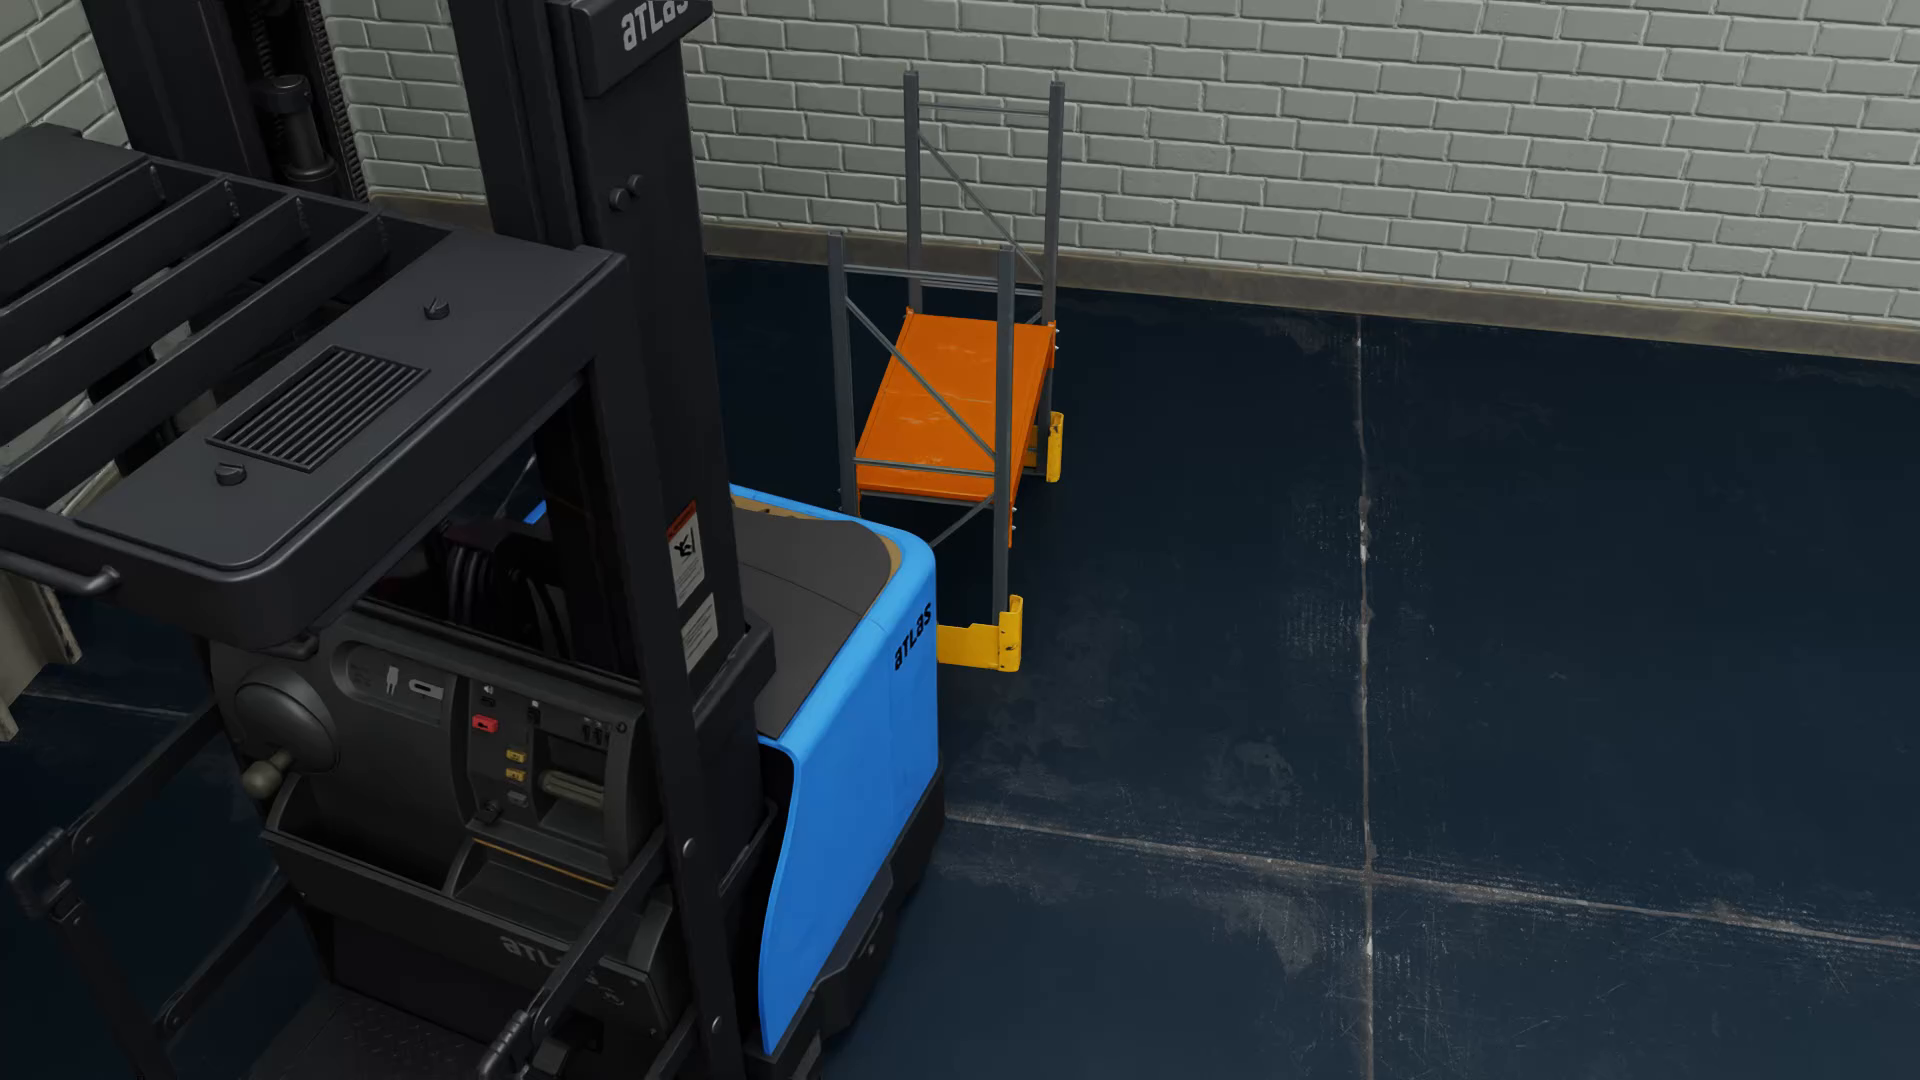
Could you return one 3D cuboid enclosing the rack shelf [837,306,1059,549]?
[{"bbox_3d":[-0.015,-0.386,5.322,0.538,0.185,1.000,6,40,8],"label":"rack shelf"}]

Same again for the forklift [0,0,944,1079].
[{"bbox_3d":[-1.084,0.437,2.921,1.130,2.935,3.031,15,42,17],"label":"forklift"}]

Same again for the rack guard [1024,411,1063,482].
[{"bbox_3d":[0.073,-0.361,5.991,0.587,0.250,0.087,6,40,8],"label":"rack guard"}]

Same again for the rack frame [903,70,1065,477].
[{"bbox_3d":[0.073,-0.844,5.593,0.500,1.500,0.032,6,40,8],"label":"rack frame"}]

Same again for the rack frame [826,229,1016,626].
[{"bbox_3d":[-0.103,-0.205,4.821,0.500,1.500,0.032,6,40,8],"label":"rack frame"}]

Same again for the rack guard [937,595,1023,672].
[{"bbox_3d":[-0.099,0.264,5.234,0.587,0.250,0.087,6,40,8],"label":"rack guard"}]

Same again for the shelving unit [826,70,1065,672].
[{"bbox_3d":[-0.013,-0.530,5.214,0.587,1.500,1.083,6,40,8],"label":"shelving unit"}]
